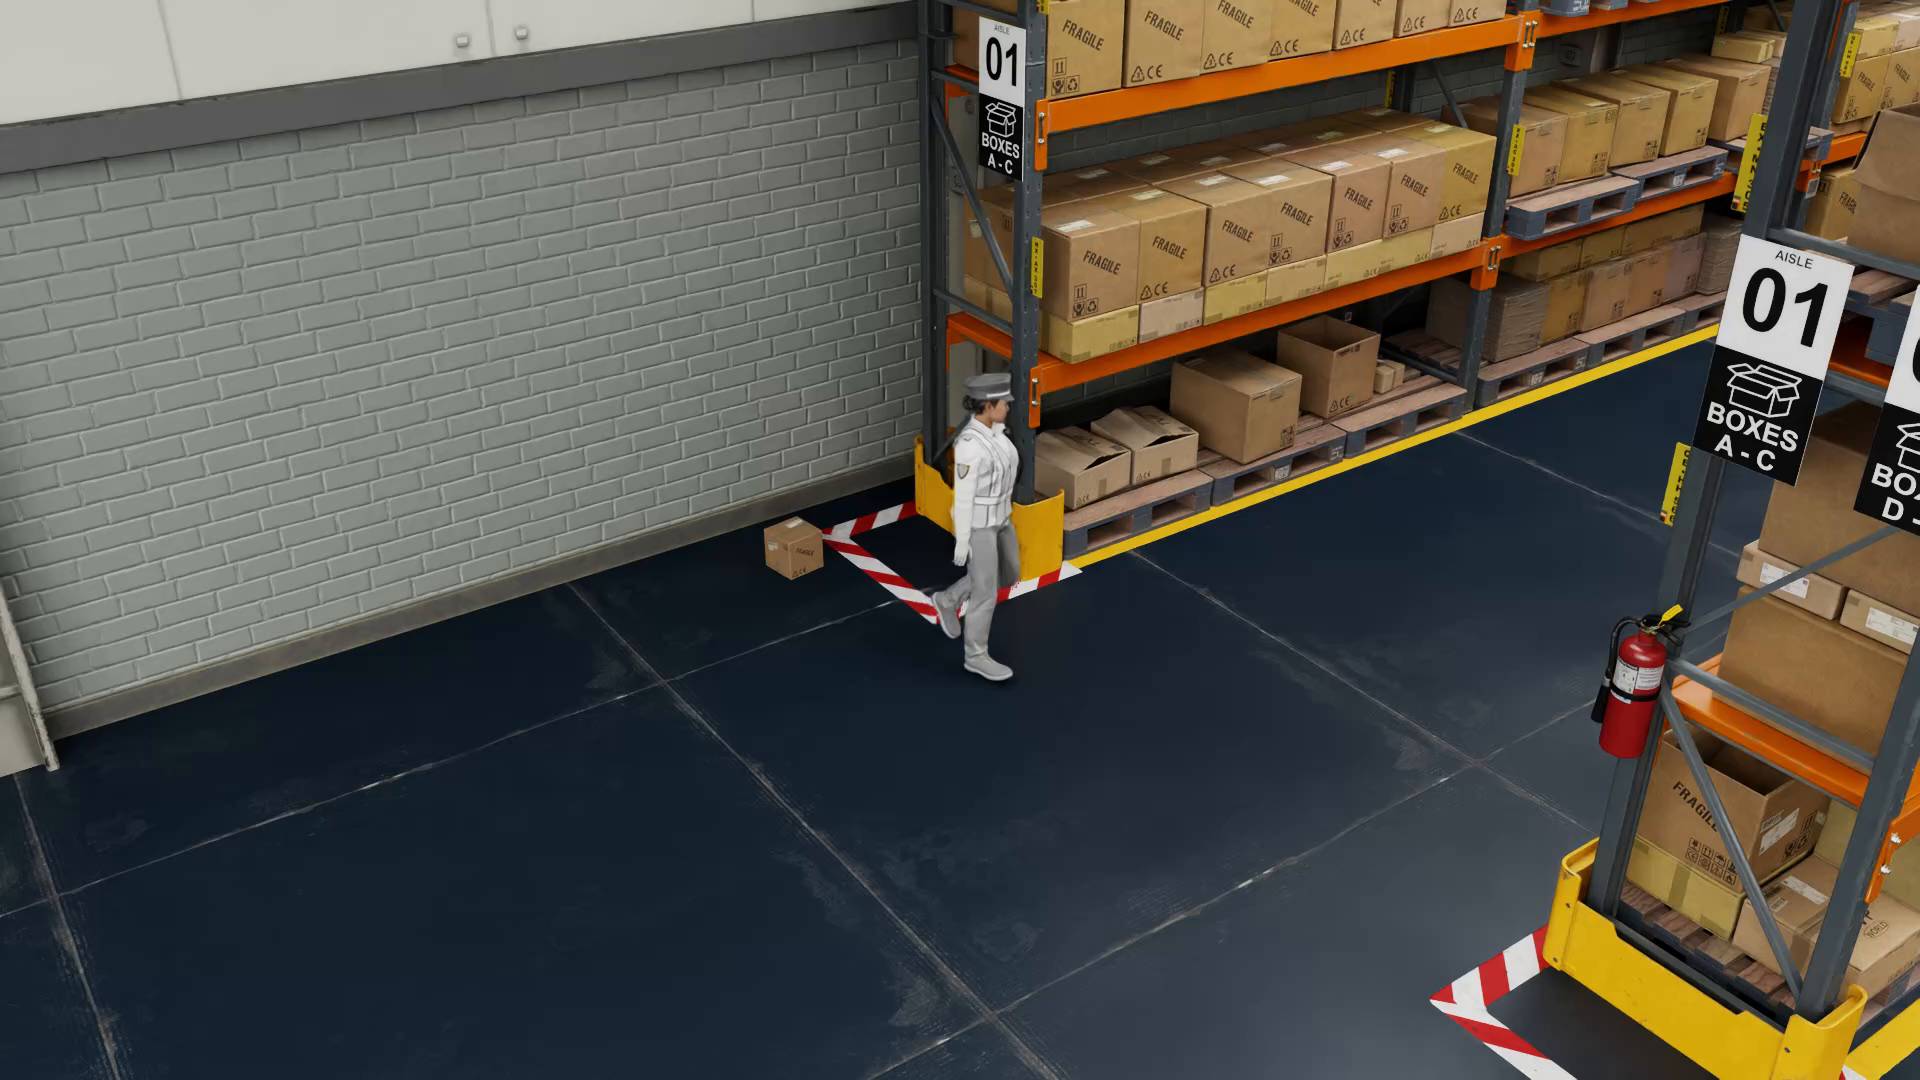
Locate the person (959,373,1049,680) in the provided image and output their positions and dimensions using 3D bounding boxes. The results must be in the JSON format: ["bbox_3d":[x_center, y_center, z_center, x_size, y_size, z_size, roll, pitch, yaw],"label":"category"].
[{"bbox_3d":[0.240,-0.068,8.721,0.415,1.668,0.549,9,30,17],"label":"person"}]
